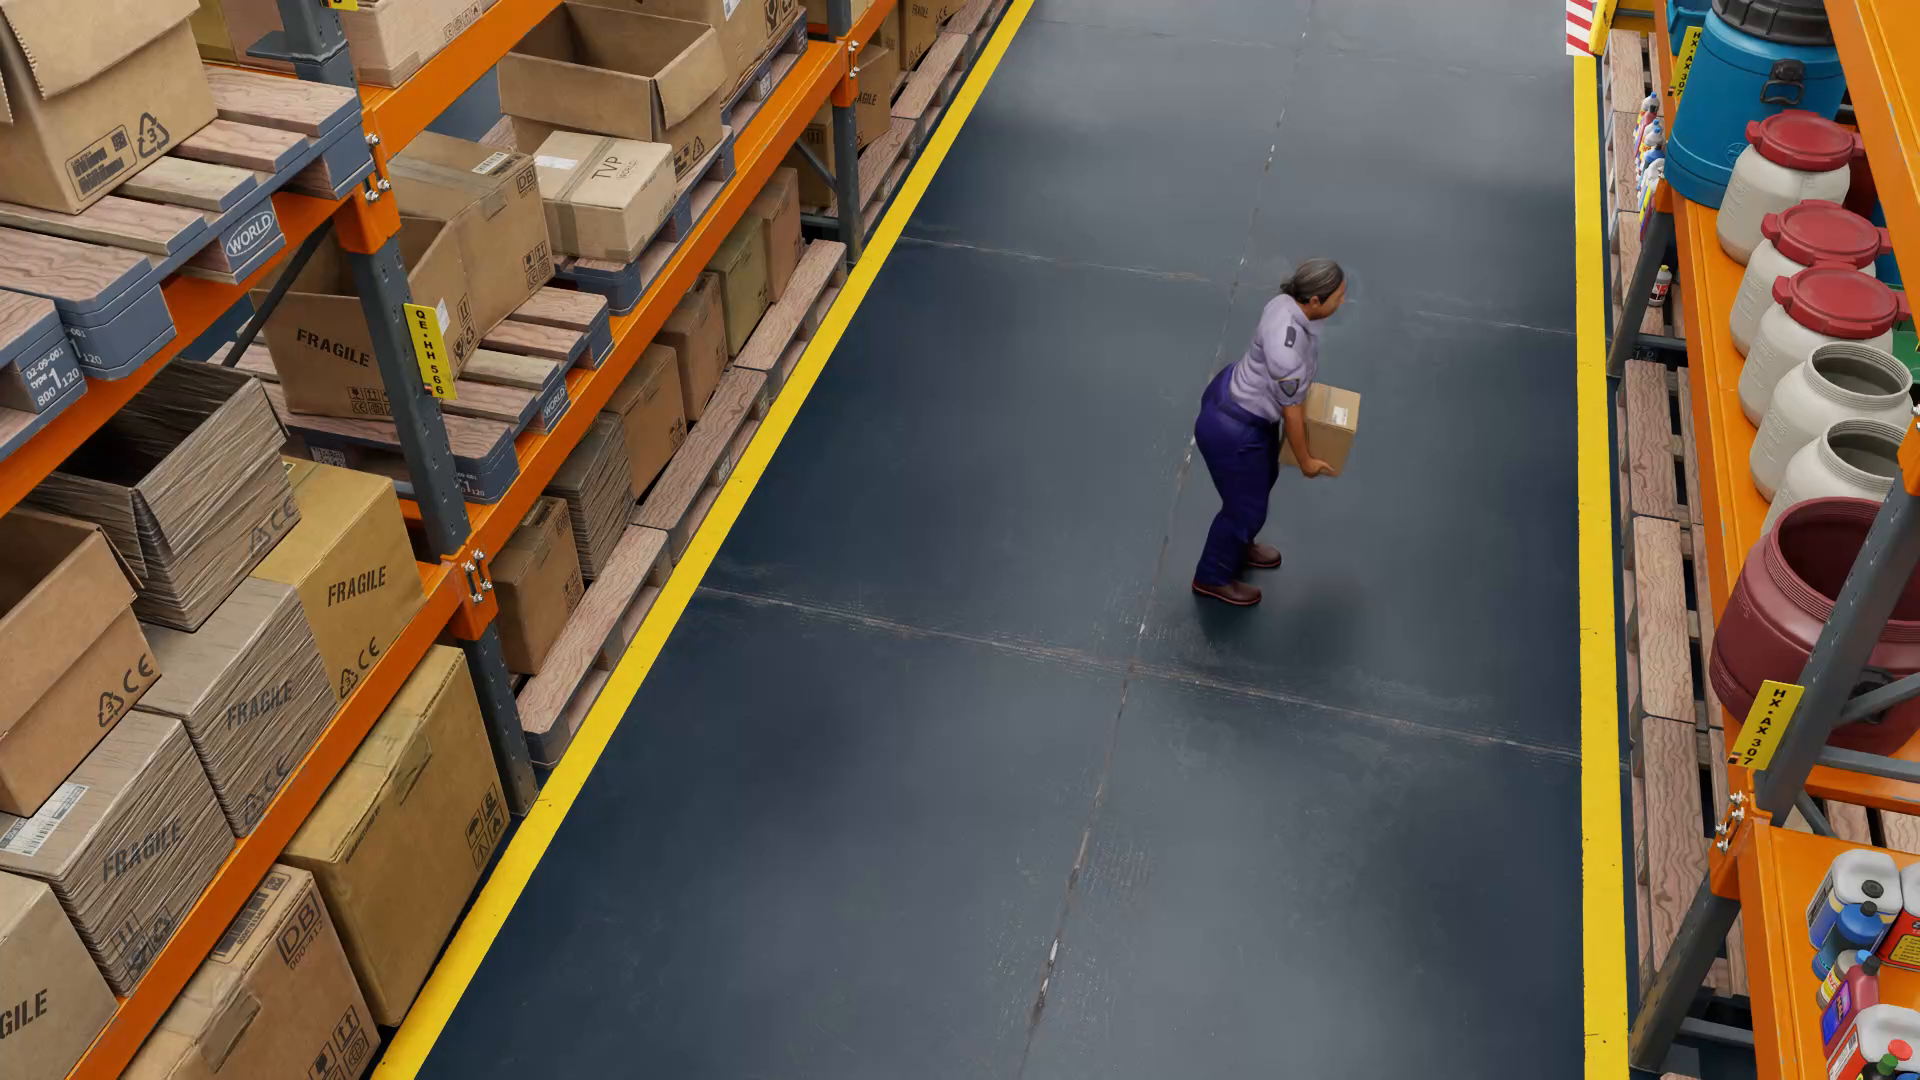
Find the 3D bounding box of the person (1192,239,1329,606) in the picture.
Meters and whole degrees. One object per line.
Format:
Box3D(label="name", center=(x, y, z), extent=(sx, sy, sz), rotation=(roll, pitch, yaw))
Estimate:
Box3D(label="person", center=(1.230, -0.458, 6.718), extent=(0.525, 1.613, 0.452), rotation=(11, 42, 12))
